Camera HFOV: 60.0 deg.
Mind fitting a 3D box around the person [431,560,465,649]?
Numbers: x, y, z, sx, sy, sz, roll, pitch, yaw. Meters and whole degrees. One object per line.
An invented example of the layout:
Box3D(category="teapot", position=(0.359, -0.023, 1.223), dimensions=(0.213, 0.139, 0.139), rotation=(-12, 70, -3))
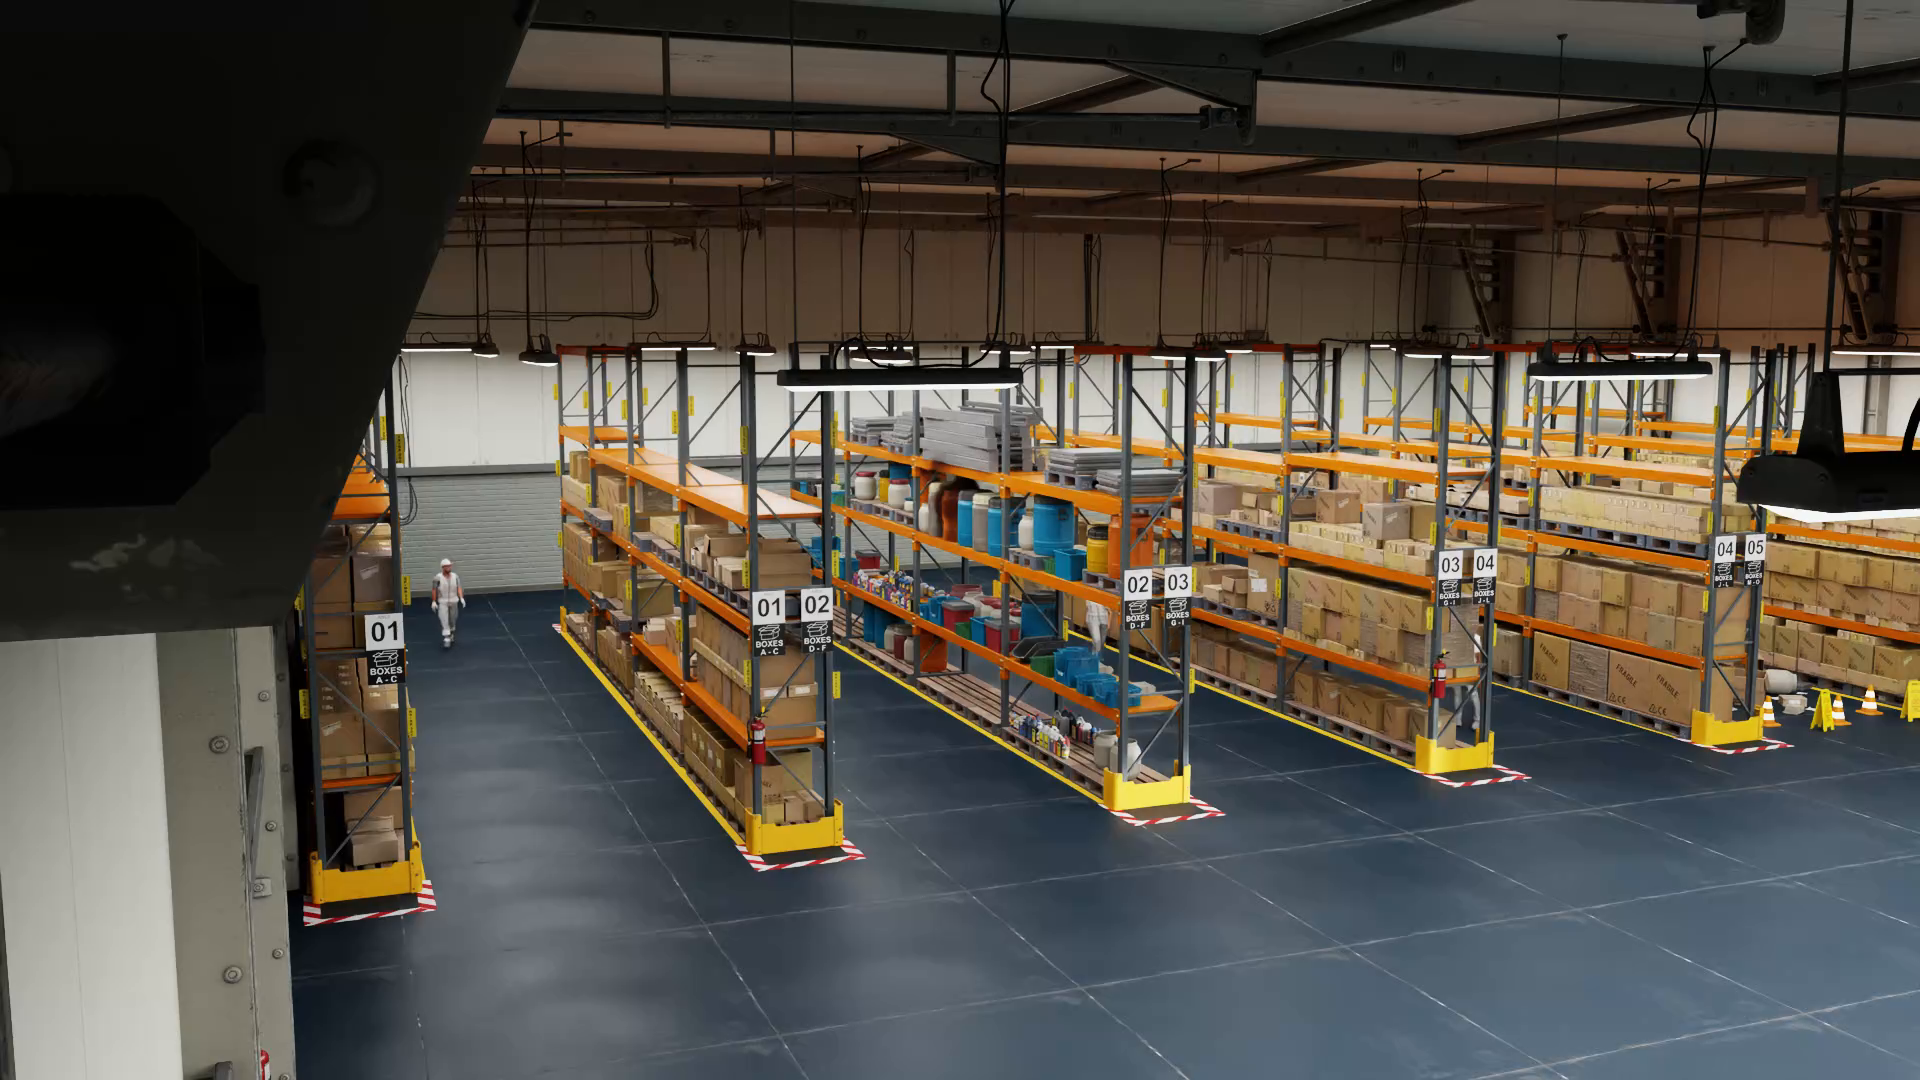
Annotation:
Box3D(category="person", position=(-10.177, 1.276, 33.059), dimensions=(0.625, 1.754, 0.965), rotation=(-3, 8, -22))

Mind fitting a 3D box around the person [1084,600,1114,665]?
Box3D(category="person", position=(2.489, 1.488, 29.975), dimensions=(0.523, 1.634, 0.783), rotation=(-2, 7, -14))

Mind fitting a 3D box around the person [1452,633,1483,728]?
Box3D(category="person", position=(8.059, 2.087, 26.543), dimensions=(0.625, 1.768, 0.462), rotation=(3, 8, 25))
